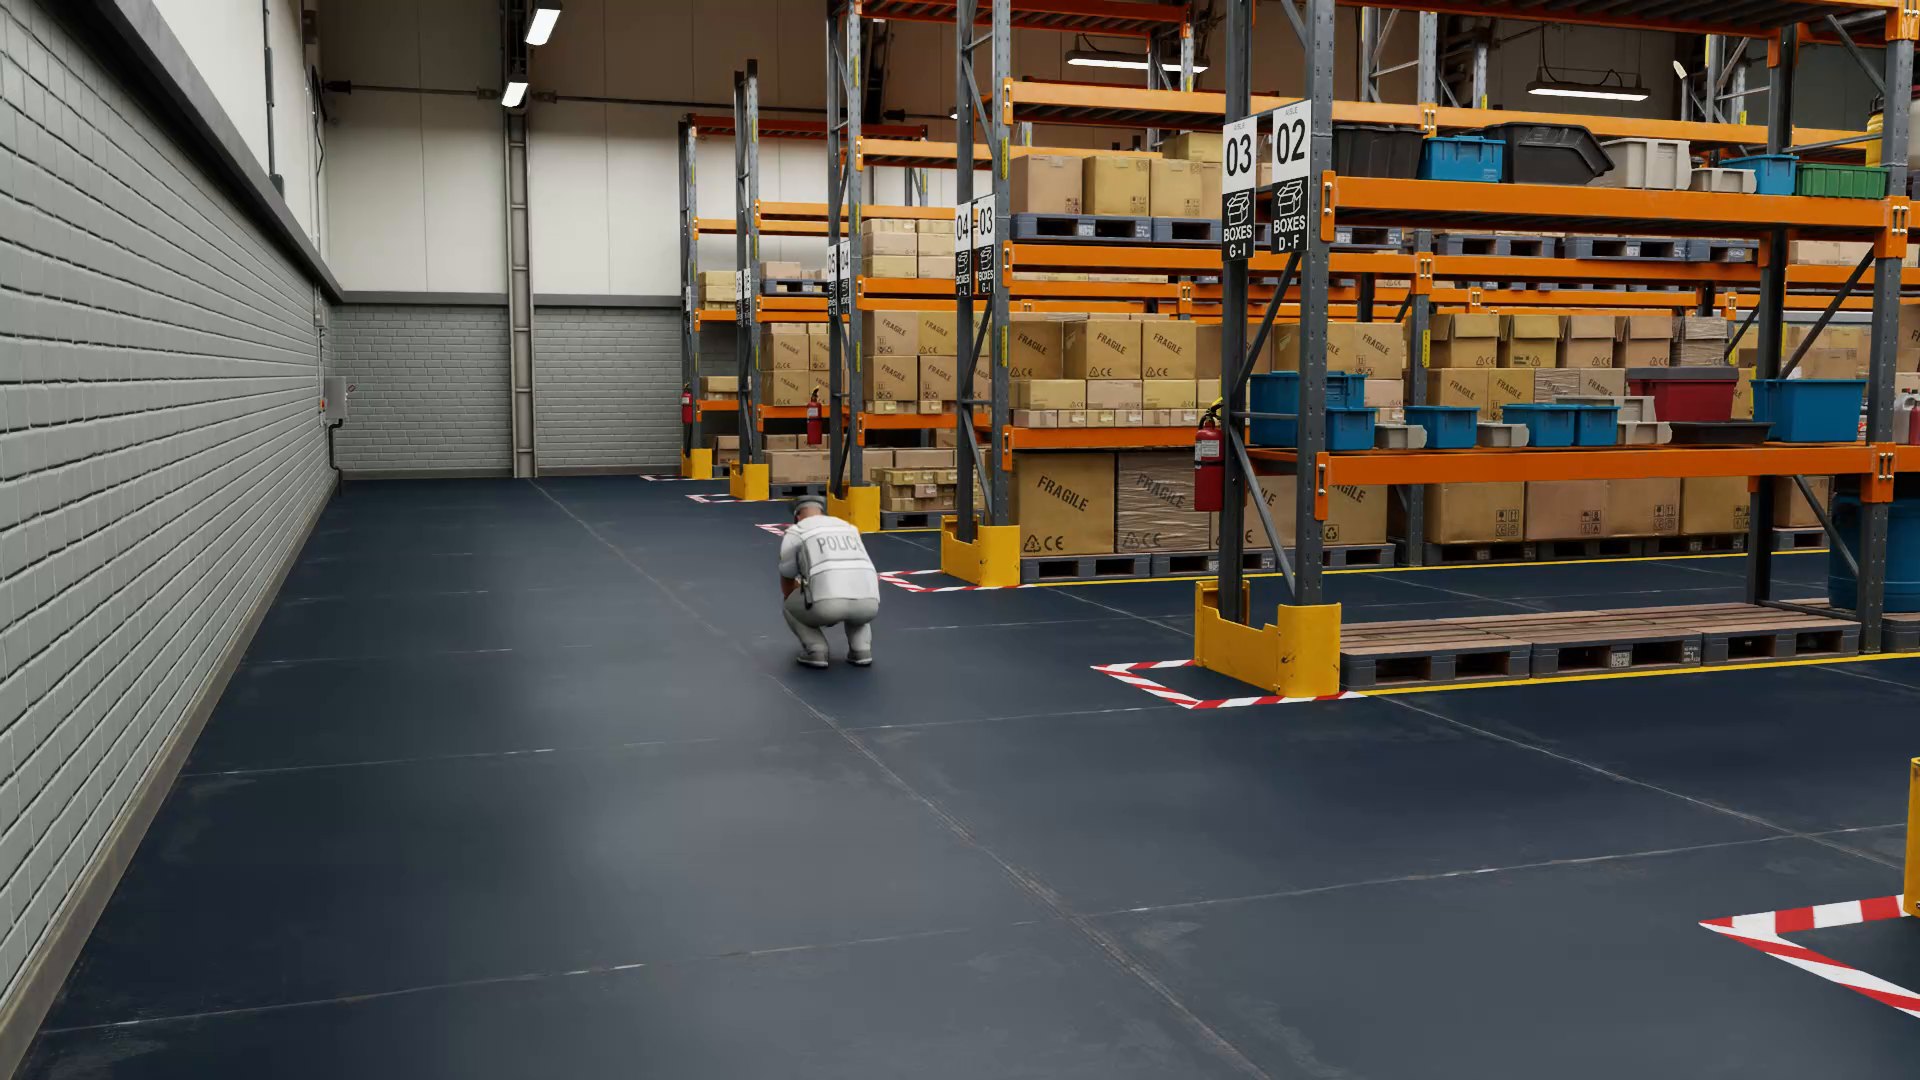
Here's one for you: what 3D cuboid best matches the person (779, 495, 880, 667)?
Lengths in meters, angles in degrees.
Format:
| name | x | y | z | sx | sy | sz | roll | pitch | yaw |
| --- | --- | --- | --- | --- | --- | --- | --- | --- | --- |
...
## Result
| name | x | y | z | sx | sy | sz | roll | pitch | yaw |
| --- | --- | --- | --- | --- | --- | --- | --- | --- | --- |
| person | -0.807 | 0.243 | 10.166 | 0.558 | 1.009 | 0.906 | -2 | 6 | -19 |
